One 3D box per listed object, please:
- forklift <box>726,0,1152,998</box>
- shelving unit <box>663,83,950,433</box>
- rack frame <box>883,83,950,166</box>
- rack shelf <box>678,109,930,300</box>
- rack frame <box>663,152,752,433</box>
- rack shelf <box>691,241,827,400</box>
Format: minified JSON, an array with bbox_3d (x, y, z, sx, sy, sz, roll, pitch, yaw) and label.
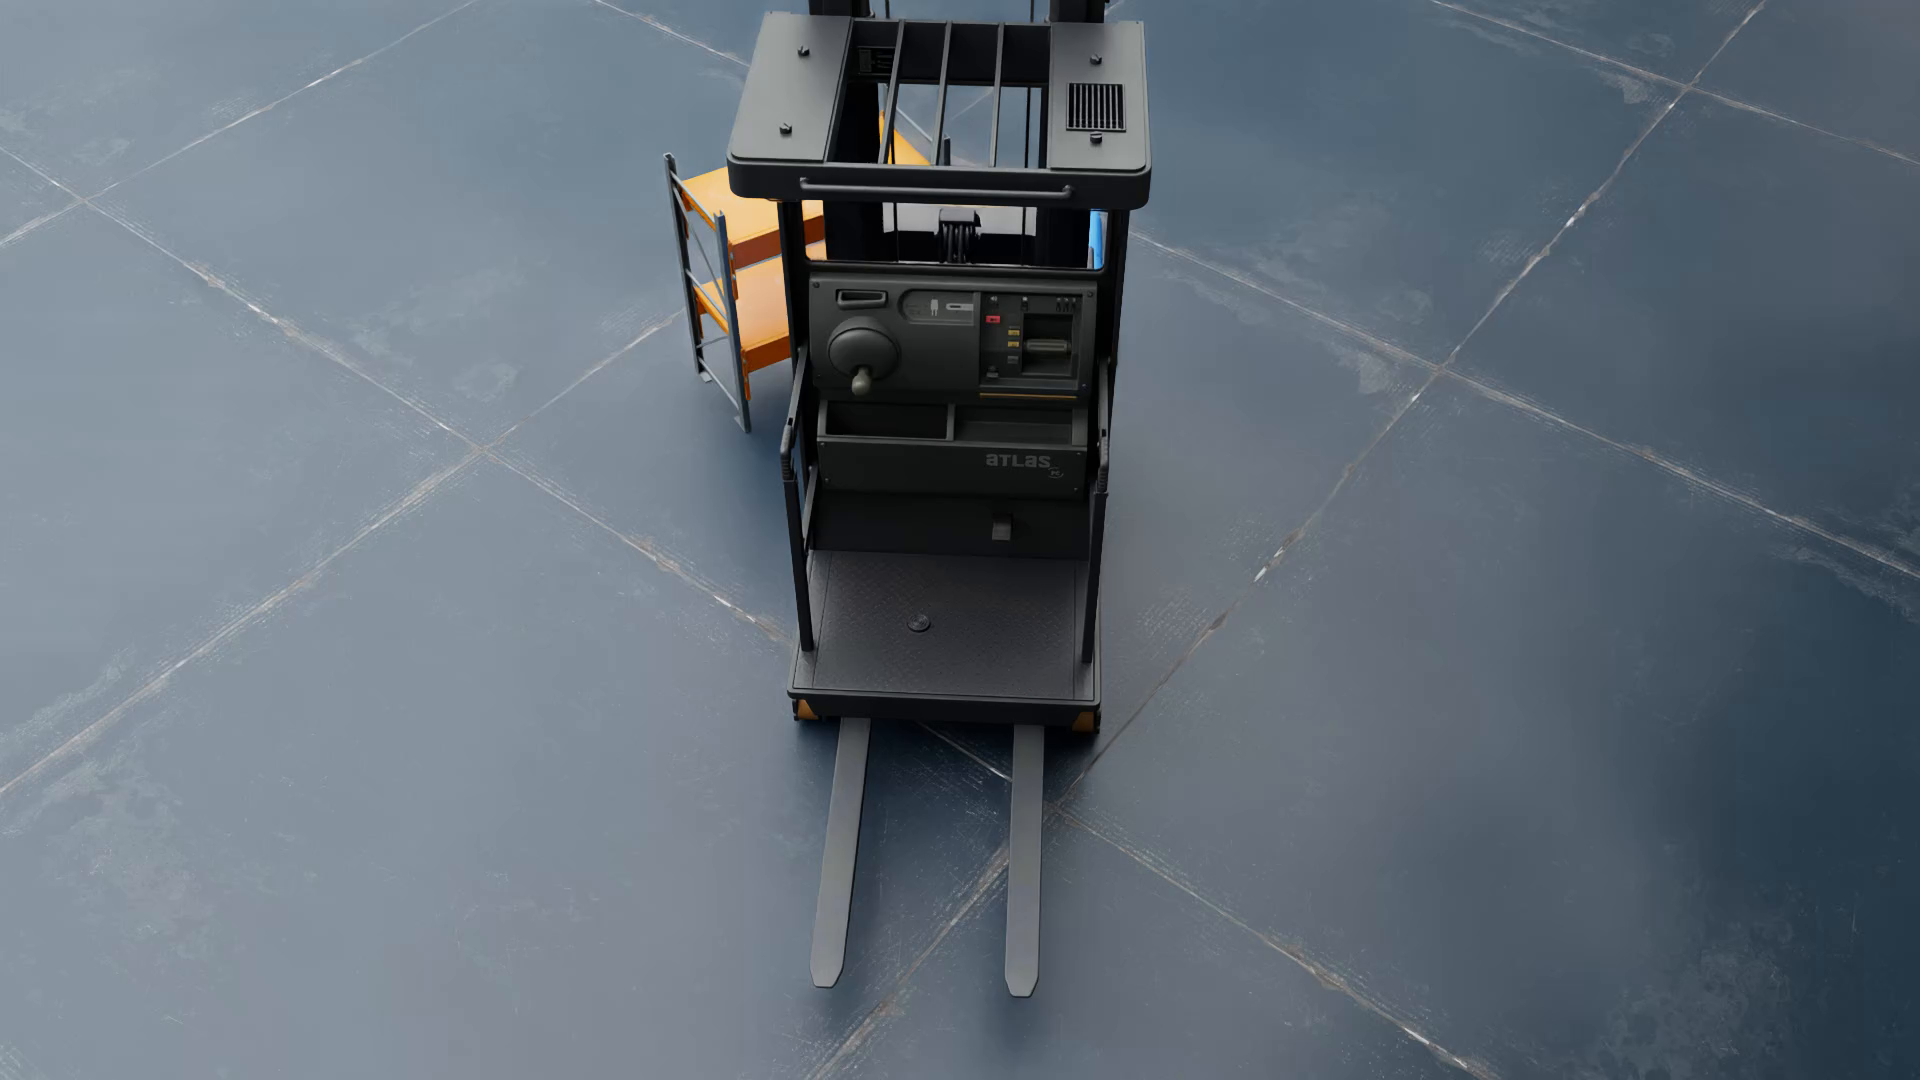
[{"bbox_3d":[-0.034,-0.561,5.259,1.130,2.935,3.031,2,46,2],"label":"forklift"},{"bbox_3d":[-0.615,-1.204,7.122,1.048,1.125,0.538,-24,51,-21],"label":"shelving unit"},{"bbox_3d":[-0.184,-1.398,7.308,0.032,1.125,0.500,-24,51,-21],"label":"rack frame"},{"bbox_3d":[-0.615,-1.406,6.911,1.000,0.278,0.538,-24,51,-21],"label":"rack shelf"},{"bbox_3d":[-1.047,-1.010,6.937,0.032,1.125,0.500,-24,51,-21],"label":"rack frame"},{"bbox_3d":[-0.615,-1.035,7.299,1.000,0.278,0.538,-24,51,-21],"label":"rack shelf"}]
